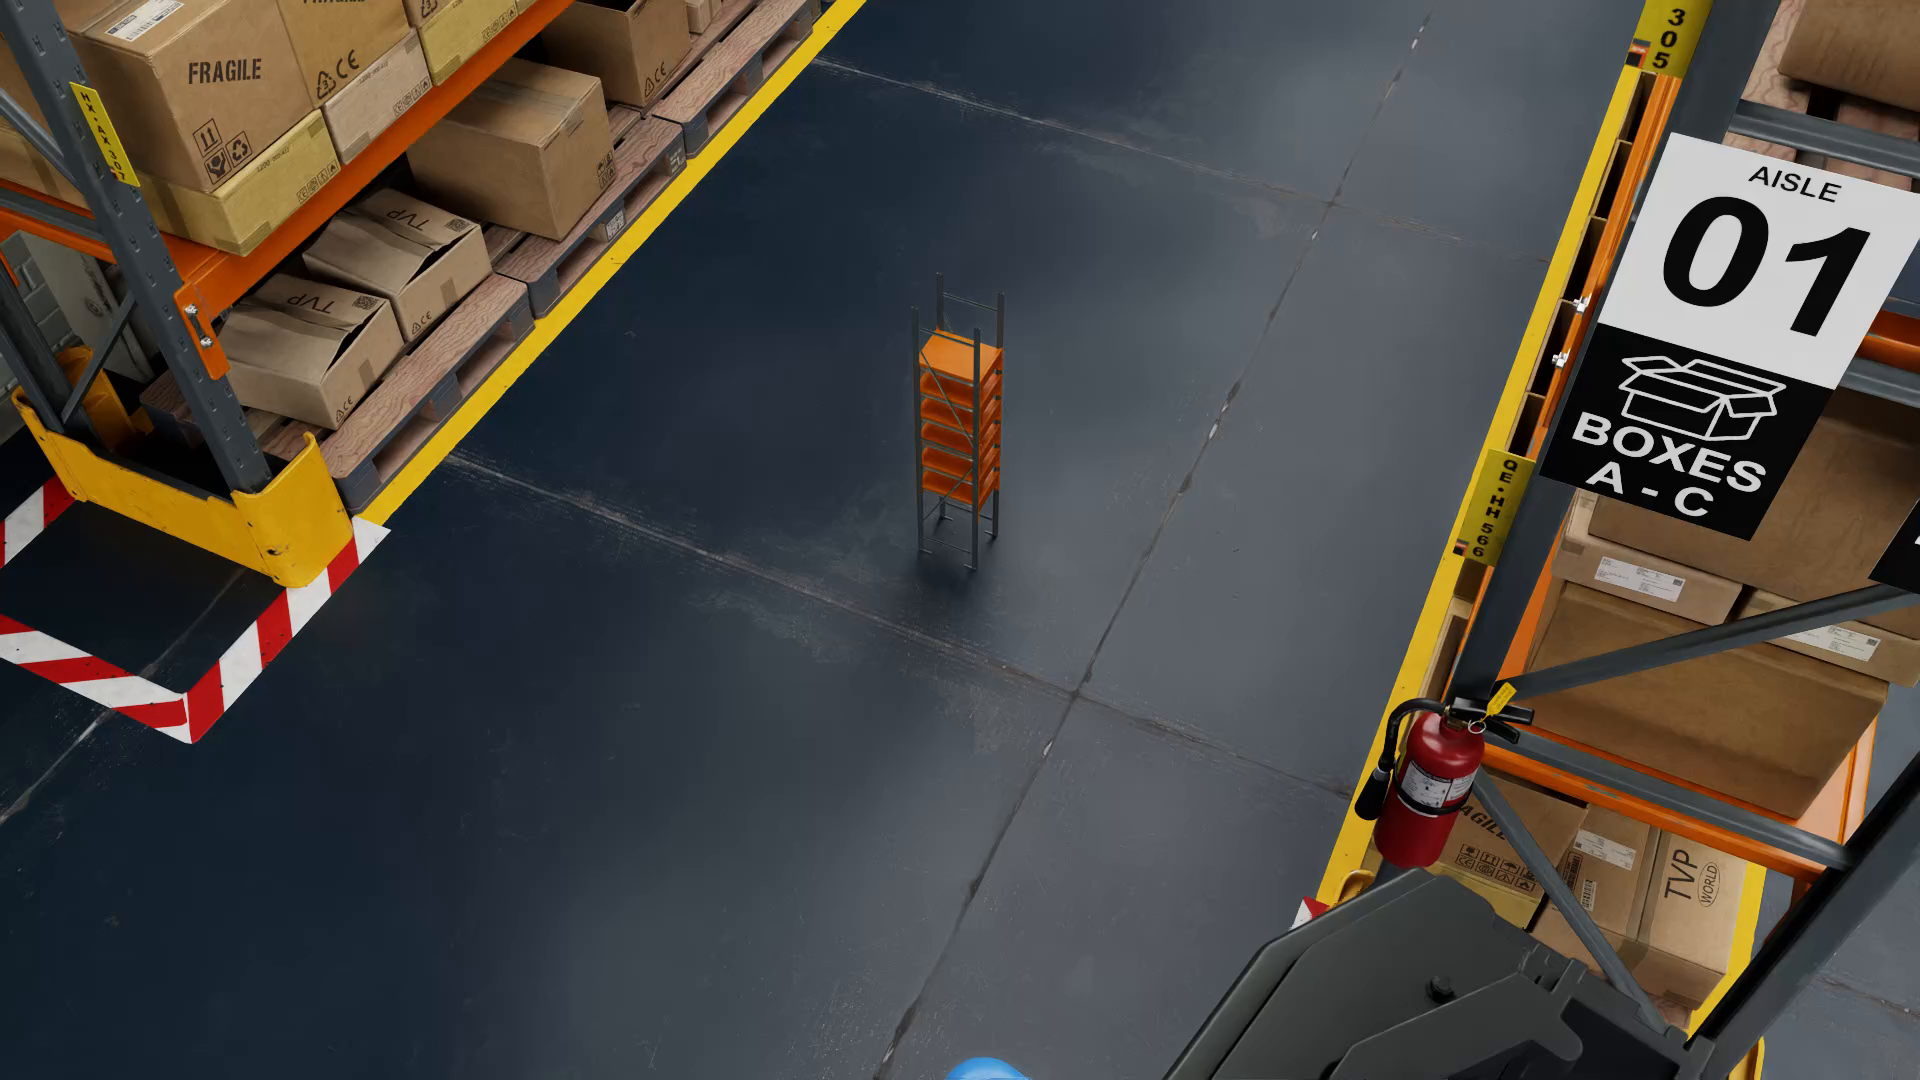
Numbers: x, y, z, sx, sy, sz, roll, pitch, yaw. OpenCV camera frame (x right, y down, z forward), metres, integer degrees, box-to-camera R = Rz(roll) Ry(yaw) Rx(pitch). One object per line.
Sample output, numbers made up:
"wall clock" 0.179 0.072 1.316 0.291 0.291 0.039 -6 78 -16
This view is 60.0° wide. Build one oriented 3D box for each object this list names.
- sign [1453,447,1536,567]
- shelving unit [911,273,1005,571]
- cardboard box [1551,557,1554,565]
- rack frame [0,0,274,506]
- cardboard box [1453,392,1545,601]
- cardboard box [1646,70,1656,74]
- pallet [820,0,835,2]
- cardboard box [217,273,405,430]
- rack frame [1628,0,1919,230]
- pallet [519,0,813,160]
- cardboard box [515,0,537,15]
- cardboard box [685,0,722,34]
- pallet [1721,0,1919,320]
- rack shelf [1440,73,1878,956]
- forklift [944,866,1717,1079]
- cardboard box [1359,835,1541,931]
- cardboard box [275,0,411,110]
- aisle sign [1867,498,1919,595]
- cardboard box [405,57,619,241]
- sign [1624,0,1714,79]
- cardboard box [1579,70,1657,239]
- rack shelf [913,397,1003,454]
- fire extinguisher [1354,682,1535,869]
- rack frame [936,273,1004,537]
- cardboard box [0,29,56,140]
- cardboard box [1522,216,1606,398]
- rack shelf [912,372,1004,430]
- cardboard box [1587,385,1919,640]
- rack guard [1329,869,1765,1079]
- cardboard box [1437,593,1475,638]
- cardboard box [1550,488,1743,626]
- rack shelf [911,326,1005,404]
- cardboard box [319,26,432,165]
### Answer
"sign" 1.098 -0.063 3.418 0.100 0.325 0.005 20 52 16
"shelving unit" -0.006 -0.379 5.785 0.258 1.200 0.189 20 52 16
"cardboard box" 2.014 -0.137 4.332 0.700 0.500 0.500 21 53 17
"rack frame" -2.897 -1.034 5.160 1.000 3.000 0.127 20 52 16
"cardboard box" 1.957 -0.072 5.379 0.500 0.500 0.500 20 52 16
"cardboard box" 3.206 -1.978 7.125 0.500 0.311 0.500 20 52 16
"pallet" -0.857 -3.421 9.022 1.003 0.211 1.213 20 52 16
"cardboard box" -2.520 -0.752 6.397 0.500 0.311 0.500 14 51 12
"rack frame" 1.583 -1.369 1.506 1.000 3.000 0.127 20 52 16
"pallet" -1.444 -2.411 8.163 1.003 0.211 1.213 20 52 16
"cardboard box" -1.752 -2.283 6.308 0.500 0.250 0.500 20 53 16
"cardboard box" -1.390 -2.634 8.094 0.380 0.166 0.250 14 51 11
"pallet" 1.909 -0.846 3.089 1.003 0.211 1.213 20 52 16
"rack shelf" 2.437 -0.569 5.237 1.077 0.370 4.000 20 52 16
"forklift" 0.892 1.910 2.701 3.031 2.935 1.130 31 56 24
"cardboard box" 1.545 0.865 5.074 0.500 0.250 0.500 20 52 16
"cardboard box" -2.202 -1.803 5.407 0.500 0.500 0.500 20 52 16
"aisle sign" 1.832 -0.122 2.677 0.394 0.787 0.004 20 52 16
"cardboard box" -1.918 -1.695 7.075 0.700 0.500 0.500 17 52 14
"sign" 1.098 -0.844 2.500 0.100 0.325 0.005 20 52 16
"cardboard box" 2.811 -1.450 6.551 0.500 0.500 0.500 20 52 16
"rack shelf" -0.006 -0.428 5.727 0.258 0.103 0.180 20 52 16
"fire extinguisher" 1.113 0.531 3.880 0.296 0.674 0.183 20 52 16
"rack frame" 0.033 -0.442 5.838 0.240 1.200 0.006 20 52 16
"cardboard box" -2.888 -1.628 5.259 0.500 0.500 0.500 19 52 16
"cardboard box" 2.384 -0.761 5.965 0.500 0.500 0.500 20 52 16
"rack shelf" -0.006 -0.506 5.636 0.258 0.103 0.180 20 52 16
"cardboard box" 1.817 -0.231 3.560 0.700 0.500 0.500 20 52 16
"rack guard" 1.573 1.402 4.729 1.175 0.500 0.348 20 52 16
"cardboard box" 1.960 0.172 5.664 0.500 0.250 0.500 20 52 16
"cardboard box" 1.574 0.008 3.782 0.380 0.149 0.250 19 52 15
"rack shelf" -0.006 -0.583 5.544 0.258 0.103 0.180 20 52 16
"cardboard box" -2.193 -1.587 5.716 0.500 0.250 0.500 18 52 15
